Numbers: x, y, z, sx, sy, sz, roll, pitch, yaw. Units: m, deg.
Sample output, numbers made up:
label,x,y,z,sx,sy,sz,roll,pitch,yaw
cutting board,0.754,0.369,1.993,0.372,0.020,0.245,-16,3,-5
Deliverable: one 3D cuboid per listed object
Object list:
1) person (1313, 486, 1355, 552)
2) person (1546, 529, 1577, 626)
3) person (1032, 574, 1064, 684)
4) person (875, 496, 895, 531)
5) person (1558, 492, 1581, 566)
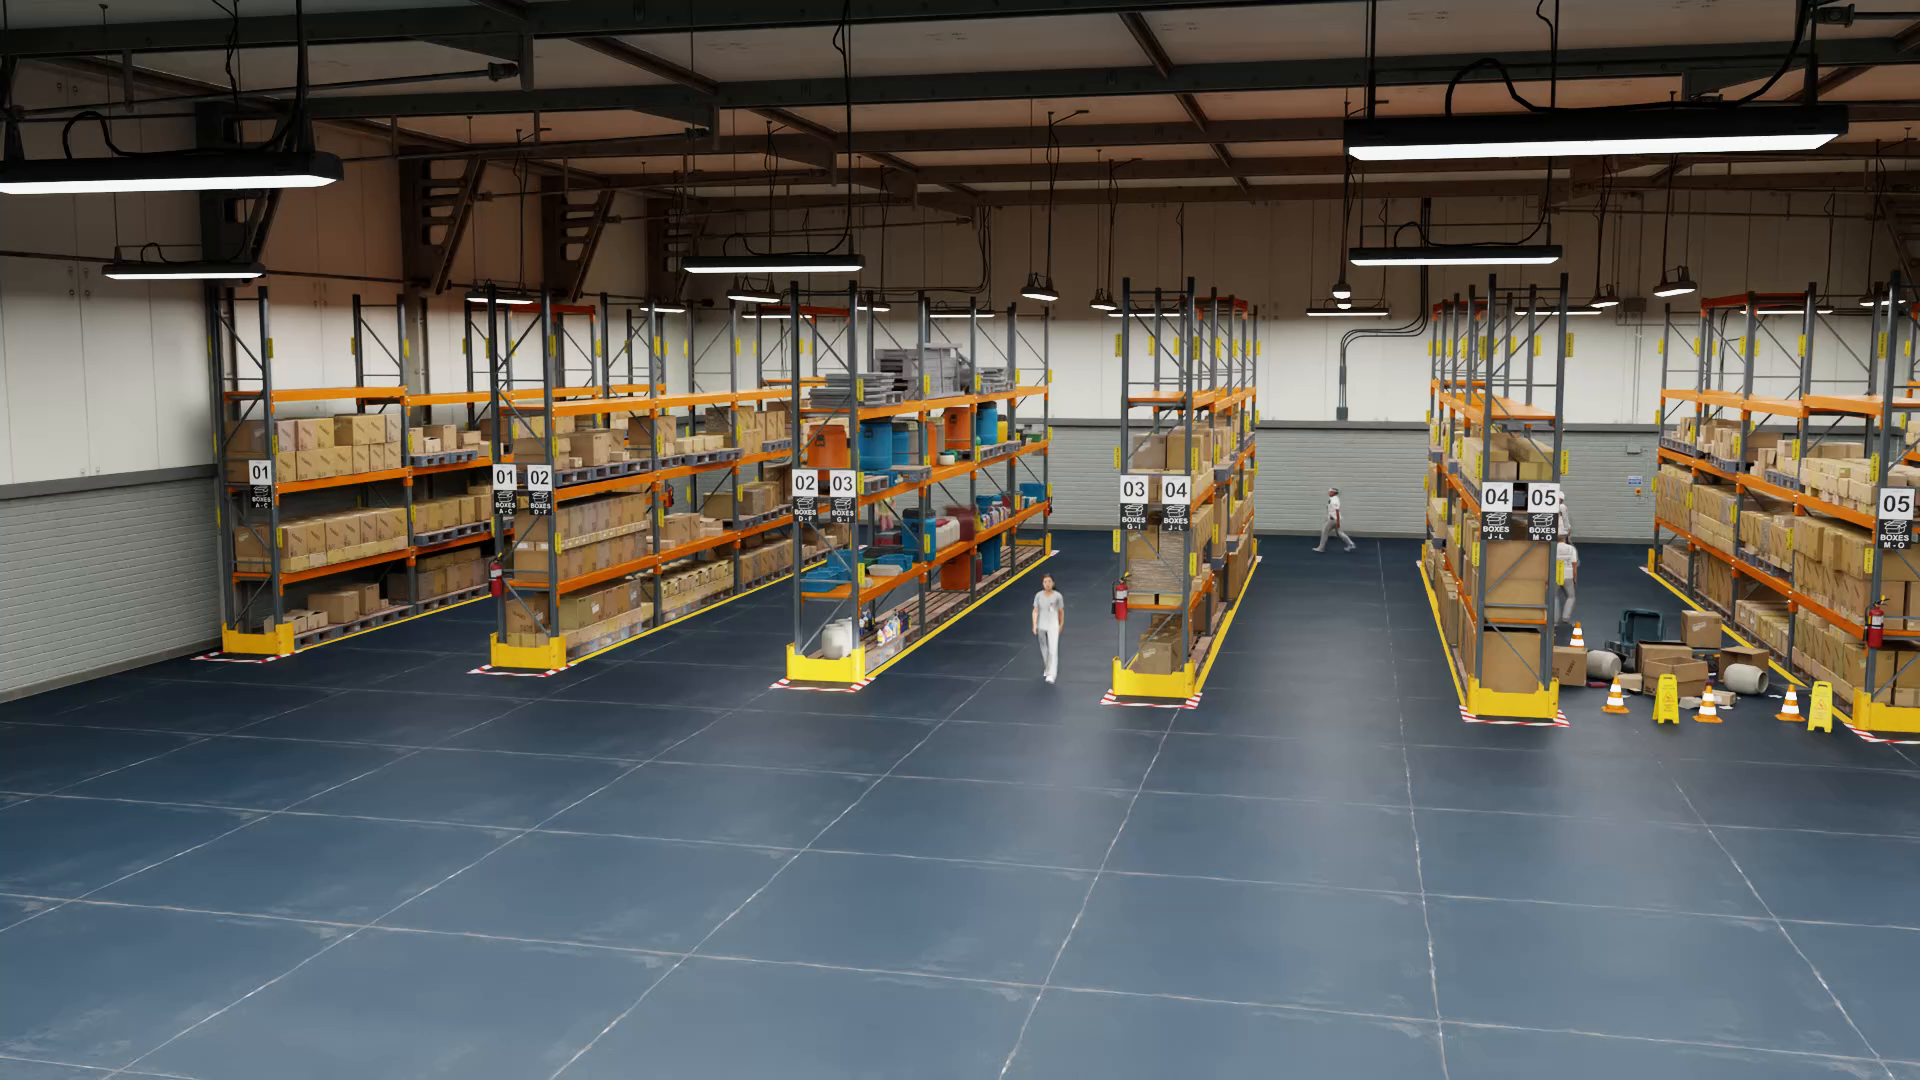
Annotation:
label,x,y,z,sx,sy,sz,roll,pitch,yaw
person,9.208,-0.509,40.848,1.017,1.632,0.430,3,7,25
person,10.835,0.697,29.970,0.579,1.755,0.562,2,7,17
person,1.315,1.321,24.962,0.481,1.612,1.031,3,7,23
person,-1.907,-0.639,42.223,0.610,1.601,0.528,-3,7,-22
person,13.755,-0.257,38.190,1.028,1.706,0.511,4,8,34
